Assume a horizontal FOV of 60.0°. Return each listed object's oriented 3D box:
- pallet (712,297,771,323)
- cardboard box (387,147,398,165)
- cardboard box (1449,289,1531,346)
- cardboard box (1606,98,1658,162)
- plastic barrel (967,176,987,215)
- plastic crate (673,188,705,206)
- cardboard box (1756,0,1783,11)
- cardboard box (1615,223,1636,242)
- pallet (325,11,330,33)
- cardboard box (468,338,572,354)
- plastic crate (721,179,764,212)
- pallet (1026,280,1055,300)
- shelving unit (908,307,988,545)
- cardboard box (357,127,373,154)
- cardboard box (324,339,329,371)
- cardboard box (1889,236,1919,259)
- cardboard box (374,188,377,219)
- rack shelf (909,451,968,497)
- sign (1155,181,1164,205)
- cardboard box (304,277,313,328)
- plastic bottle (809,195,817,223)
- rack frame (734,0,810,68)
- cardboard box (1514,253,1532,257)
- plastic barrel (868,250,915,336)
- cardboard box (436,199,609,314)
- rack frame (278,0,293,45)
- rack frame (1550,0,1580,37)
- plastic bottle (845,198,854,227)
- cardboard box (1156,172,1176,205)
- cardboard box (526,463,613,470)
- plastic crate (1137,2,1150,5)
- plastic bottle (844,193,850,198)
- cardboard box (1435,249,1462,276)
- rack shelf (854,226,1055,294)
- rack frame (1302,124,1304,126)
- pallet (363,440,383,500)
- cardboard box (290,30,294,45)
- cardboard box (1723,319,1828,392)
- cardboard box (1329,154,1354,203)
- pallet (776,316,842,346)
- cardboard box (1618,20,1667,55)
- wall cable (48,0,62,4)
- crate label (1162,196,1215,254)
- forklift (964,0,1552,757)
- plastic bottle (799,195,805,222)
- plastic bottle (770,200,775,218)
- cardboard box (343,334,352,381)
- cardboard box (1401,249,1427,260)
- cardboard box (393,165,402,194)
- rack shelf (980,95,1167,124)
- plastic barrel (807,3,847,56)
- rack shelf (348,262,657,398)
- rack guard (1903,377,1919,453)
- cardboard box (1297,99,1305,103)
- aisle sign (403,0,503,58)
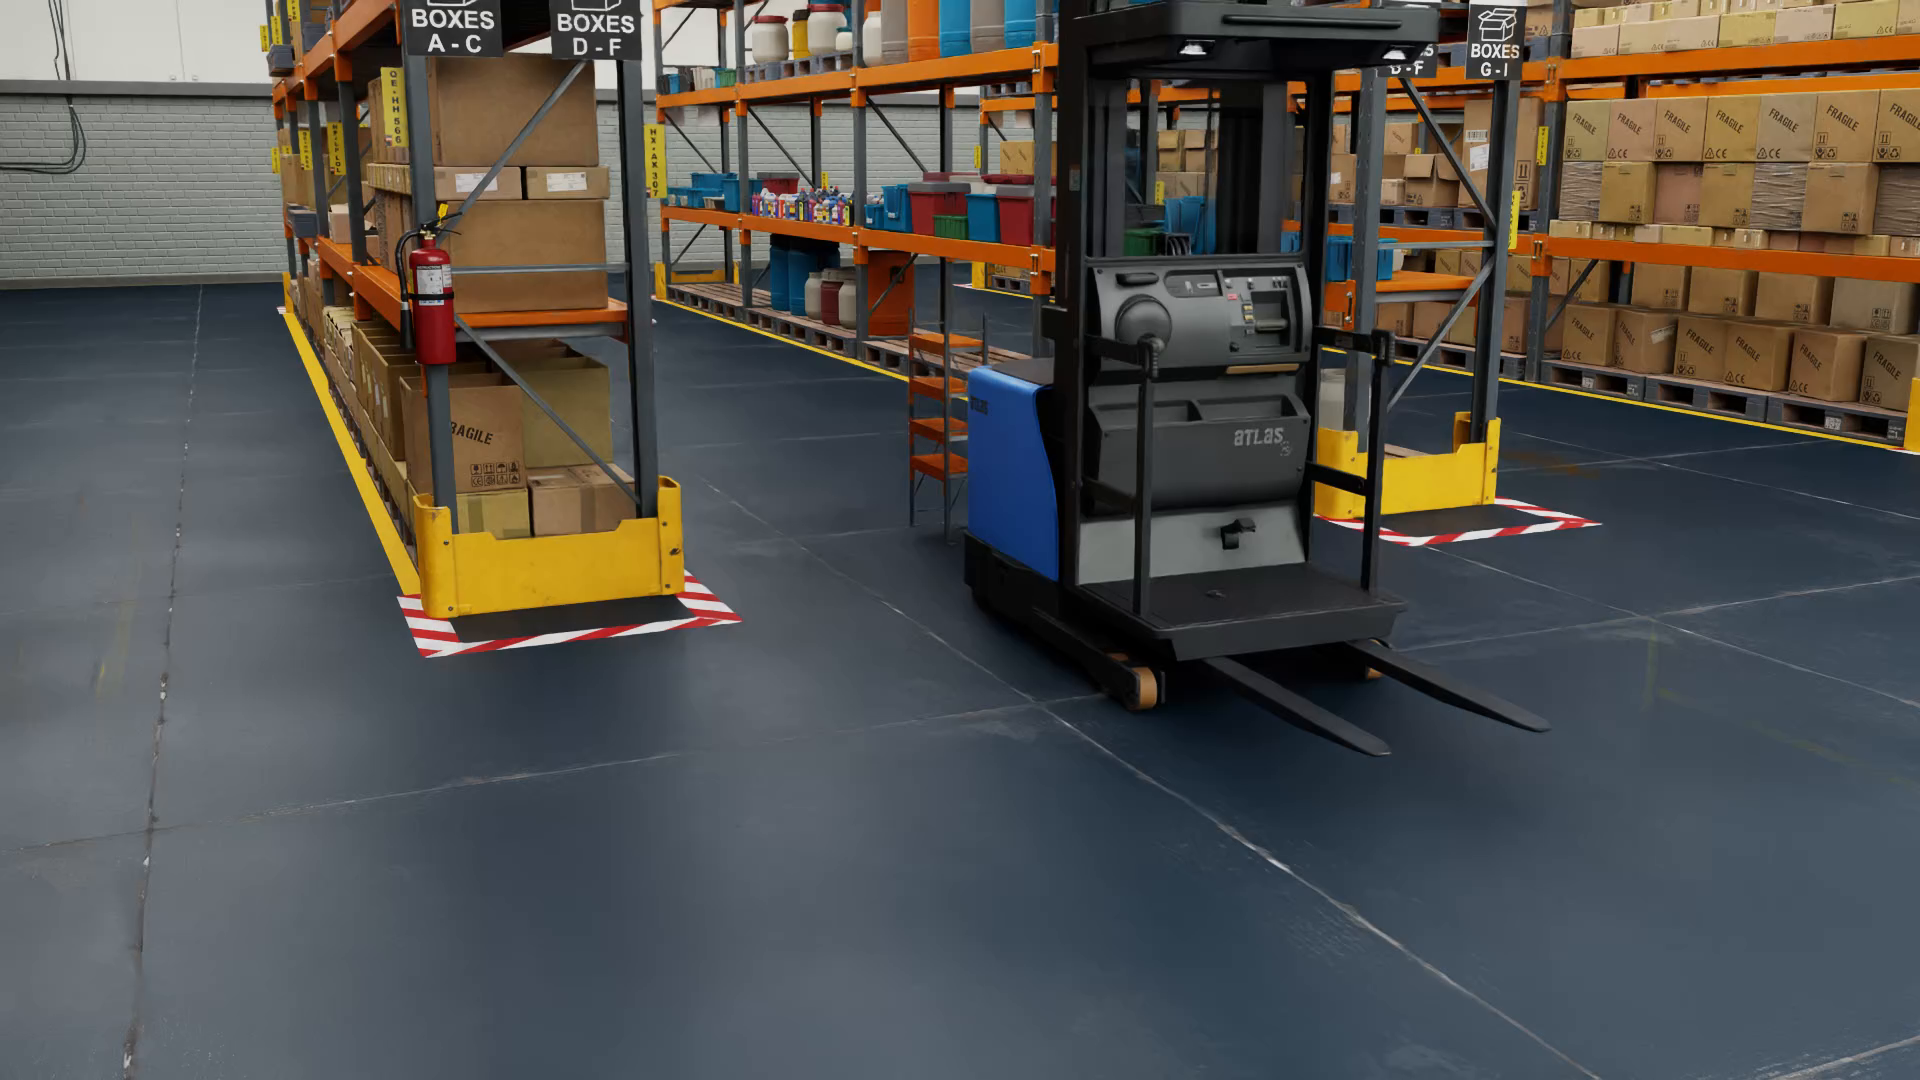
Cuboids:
[{"bbox_3d":[-2.488,-2.918,21.010,1.003,0.211,1.213,-6,14,-23],"label":"pallet"},{"bbox_3d":[-2.906,-2.411,9.534,0.700,0.500,0.500,-6,14,-23],"label":"cardboard box"},{"bbox_3d":[5.185,-2.148,16.068,0.700,0.500,0.500,-6,14,-23],"label":"cardboard box"},{"bbox_3d":[5.734,-3.384,13.742,0.500,0.500,0.500,-6,14,-23],"label":"cardboard box"},{"bbox_3d":[0.221,-3.076,15.260,0.421,0.512,0.421,0,13,0],"label":"plastic barrel"},{"bbox_3d":[-3.699,-4.686,22.701,0.416,0.233,0.300,-6,14,-23],"label":"plastic crate"},{"bbox_3d":[6.209,-4.038,12.462,0.380,0.149,0.250,-6,15,-26],"label":"cardboard box"},{"bbox_3d":[5.718,-2.576,13.905,0.380,0.149,0.250,-6,14,-23],"label":"cardboard box"},{"bbox_3d":[-4.291,-3.862,12.669,1.003,0.211,1.213,-5,14,-20],"label":"pallet"},{"bbox_3d":[-2.500,-0.874,9.496,0.500,0.500,0.500,-6,14,-23],"label":"cardboard box"},{"bbox_3d":[-2.657,-4.215,20.333,0.392,0.384,0.575,-6,14,-23],"label":"plastic crate"},{"bbox_3d":[1.655,-3.634,24.102,1.003,0.211,1.213,-6,14,-23],"label":"pallet"},{"bbox_3d":[-0.066,-0.619,8.882,0.258,1.200,0.503,-6,14,-23],"label":"shelving unit"},{"bbox_3d":[-6.629,-4.340,18.531,0.500,0.500,0.500,-5,14,-21],"label":"cardboard box"},{"bbox_3d":[-5.155,-1.585,14.234,0.500,0.250,0.500,-6,14,-23],"label":"cardboard box"},{"bbox_3d":[6.785,-2.066,11.701,0.380,0.149,0.250,-6,14,-23],"label":"cardboard box"},{"bbox_3d":[-3.997,-2.346,12.134,0.500,0.500,0.500,-5,14,-19],"label":"cardboard box"},{"bbox_3d":[-0.066,-0.360,8.942,0.258,0.148,0.480,-6,14,-23],"label":"rack shelf"},{"bbox_3d":[1.555,-2.658,13.087,0.100,0.325,0.005,-6,14,-23],"label":"sign"},{"bbox_3d":[-6.727,-2.556,17.830,0.500,0.500,0.500,-6,14,-26],"label":"cardboard box"},{"bbox_3d":[-1.566,-3.526,17.712,0.061,0.283,0.133,-6,14,-23],"label":"plastic bottle"},{"bbox_3d":[-2.158,-7.051,19.378,1.000,3.000,0.127,-6,14,-23],"label":"rack frame"},{"bbox_3d":[7.652,-3.856,21.827,0.500,0.250,0.500,-5,14,-22],"label":"cardboard box"},{"bbox_3d":[-0.767,-2.549,17.111,0.600,0.830,0.708,-6,14,-23],"label":"plastic barrel"},{"bbox_3d":[-2.066,-1.349,7.823,0.700,0.500,0.500,-6,14,-23],"label":"cardboard box"},{"bbox_3d":[-6.698,-6.604,17.448,1.000,3.000,0.127,-6,14,-23],"label":"rack frame"},{"bbox_3d":[5.585,-5.846,14.169,1.000,3.000,0.127,-6,14,-23],"label":"rack frame"},{"bbox_3d":[-1.108,-3.290,16.691,0.061,0.283,0.133,-6,14,-23],"label":"plastic bottle"},{"bbox_3d":[2.738,-4.299,20.572,0.500,0.500,0.500,-6,14,-24],"label":"cardboard box"},{"bbox_3d":[-2.106,-0.301,8.686,0.500,0.250,0.500,-6,14,-23],"label":"cardboard box"},{"bbox_3d":[1.429,-3.483,11.084,0.336,0.188,0.450,-6,14,-23],"label":"plastic crate"},{"bbox_3d":[-1.301,-3.808,18.946,0.152,0.276,0.135,-6,14,-23],"label":"plastic bottle"},{"bbox_3d":[7.019,-3.813,23.304,0.500,0.500,0.500,-5,14,-21],"label":"cardboard box"},{"bbox_3d":[0.246,-2.538,14.779,1.077,0.370,4.000,-6,14,-23],"label":"rack shelf"},{"bbox_3d":[5.363,-5.829,27.403,1.000,3.000,0.127,-6,14,-23],"label":"rack frame"},{"bbox_3d":[-3.213,-0.502,10.571,1.003,0.211,1.213,-6,14,-23],"label":"pallet"},{"bbox_3d":[-7.141,-5.389,18.075,0.500,0.250,0.500,-6,14,-23],"label":"cardboard box"},{"bbox_3d":[6.448,-1.465,13.160,0.500,0.500,0.500,-4,14,-18],"label":"cardboard box"},{"bbox_3d":[4.236,-3.895,17.892,0.500,0.500,0.500,-8,15,-30],"label":"cardboard box"},{"bbox_3d":[-1.394,-2.354,18.573,1.003,0.211,1.213,-6,14,-23],"label":"pallet"},{"bbox_3d":[5.747,-4.086,13.553,0.500,0.250,0.500,-6,14,-23],"label":"cardboard box"},{"bbox_3d":[-12.297,-9.375,25.107,3.097,2.526,0.112,-6,14,-23],"label":"wall cable"},{"bbox_3d":[1.664,-2.022,10.876,0.502,0.435,0.616,-6,14,-23],"label":"crate label"},{"bbox_3d":[0.927,-1.958,9.125,3.137,3.703,8.740,-5,14,-21],"label":"forklift"},{"bbox_3d":[-1.694,-3.592,17.996,0.061,0.283,0.133,-6,14,-23],"label":"plastic bottle"},{"bbox_3d":[-2.114,-3.779,18.987,0.097,0.201,0.097,0,13,0],"label":"plastic bottle"},{"bbox_3d":[-4.132,-1.332,11.894,0.500,0.311,0.500,-5,14,-21],"label":"cardboard box"},{"bbox_3d":[6.585,-4.158,24.256,0.380,0.149,0.250,-5,14,-21],"label":"cardboard box"},{"bbox_3d":[-2.842,-1.949,8.979,0.380,0.149,0.250,-6,14,-24],"label":"cardboard box"},{"bbox_3d":[1.579,-6.100,23.516,1.077,0.370,4.000,-6,14,-23],"label":"rack shelf"},{"bbox_3d":[-1.404,-5.387,17.607,0.433,0.535,0.433,0,13,0],"label":"plastic barrel"},{"bbox_3d":[-2.692,-1.265,9.279,1.077,0.370,4.000,-6,14,-23],"label":"rack shelf"},{"bbox_3d":[7.157,-0.894,11.625,1.175,0.500,0.348,-6,14,-23],"label":"rack guard"},{"bbox_3d":[5.516,-6.992,26.110,0.500,0.250,0.500,-5,14,-21],"label":"cardboard box"},{"bbox_3d":[-2.134,-2.429,6.946,0.394,0.787,0.004,-6,14,-23],"label":"aisle sign"}]
